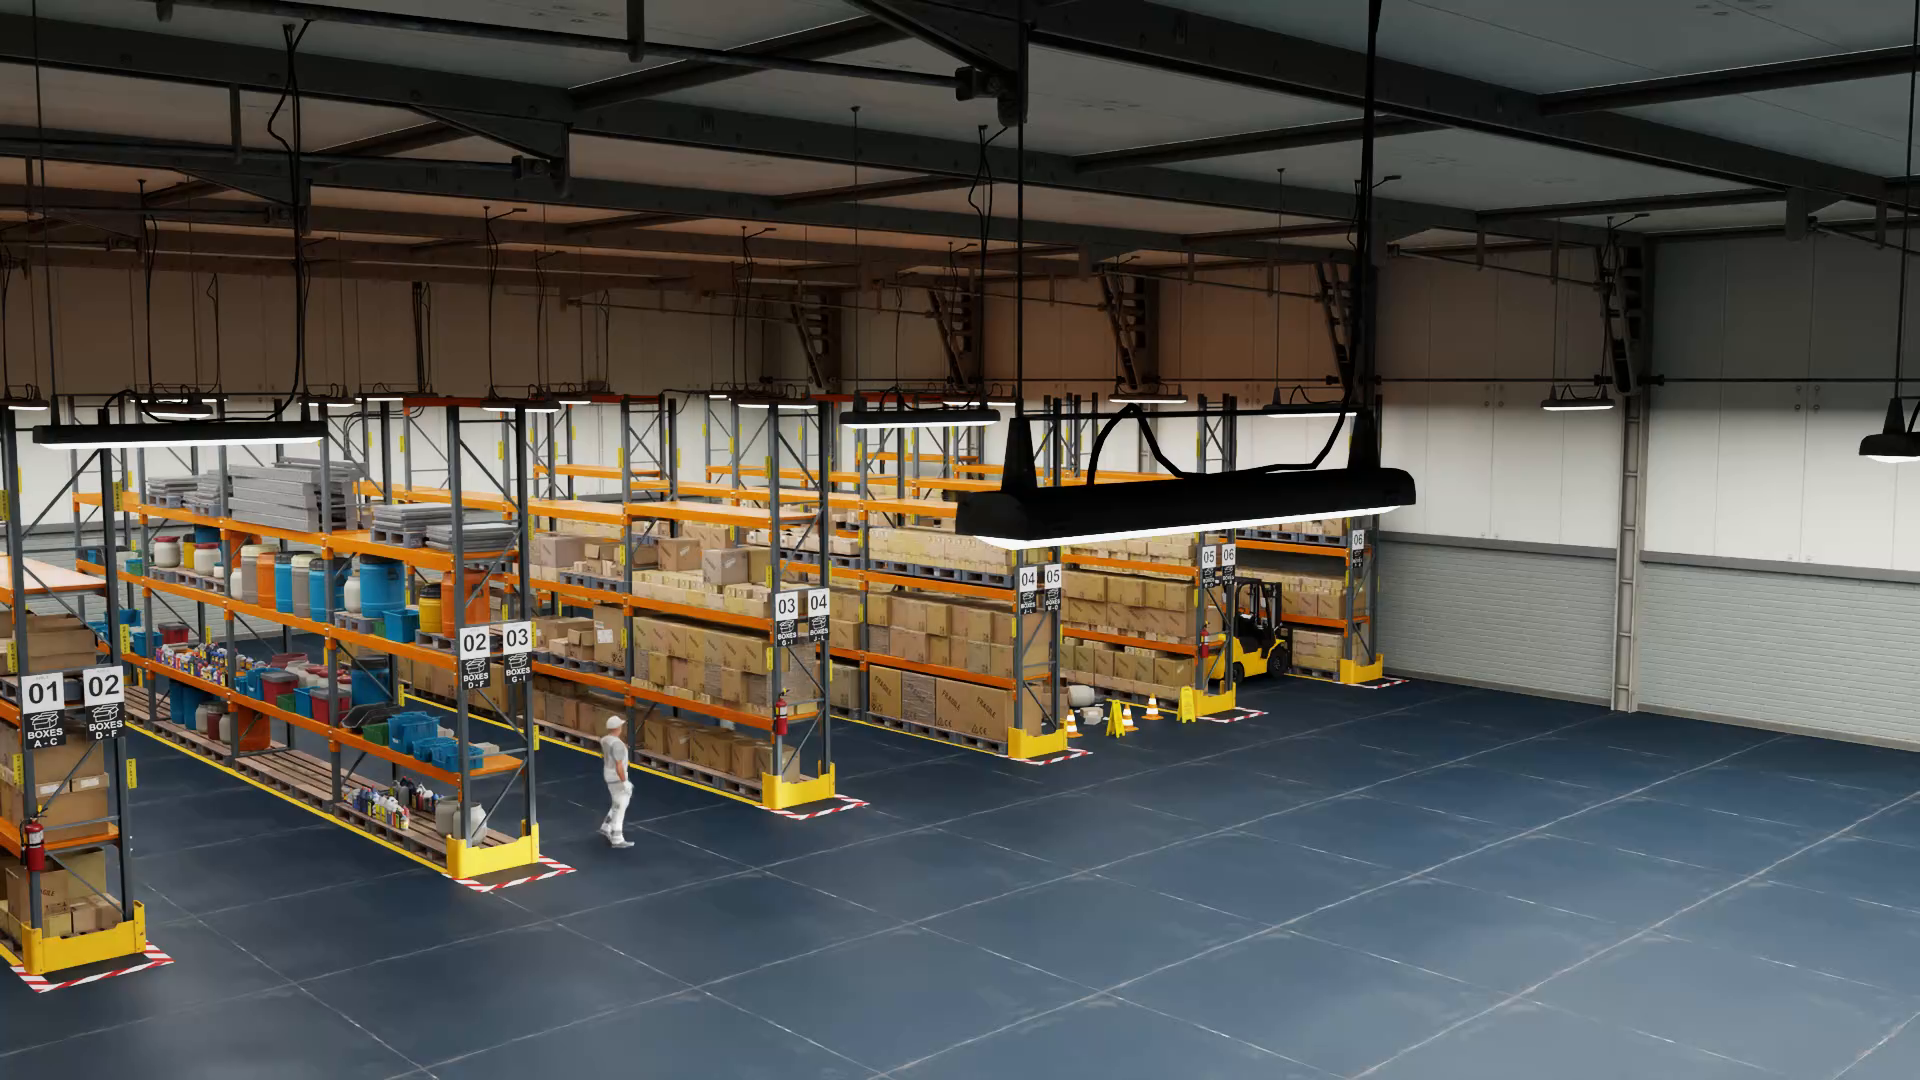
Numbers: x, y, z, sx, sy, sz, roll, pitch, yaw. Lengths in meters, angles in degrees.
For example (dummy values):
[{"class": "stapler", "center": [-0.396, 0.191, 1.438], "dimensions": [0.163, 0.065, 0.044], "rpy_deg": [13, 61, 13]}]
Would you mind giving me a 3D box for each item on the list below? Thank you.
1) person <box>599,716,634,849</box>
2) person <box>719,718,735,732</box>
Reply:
[{"class": "person", "center": [-4.664, 3.268, 22.535], "dimensions": [0.443, 1.794, 0.597], "rpy_deg": [-2, 6, -18]}, {"class": "person", "center": [-4.070, 2.687, 29.226], "dimensions": [0.458, 1.695, 0.597], "rpy_deg": [-2, 6, -19]}]
